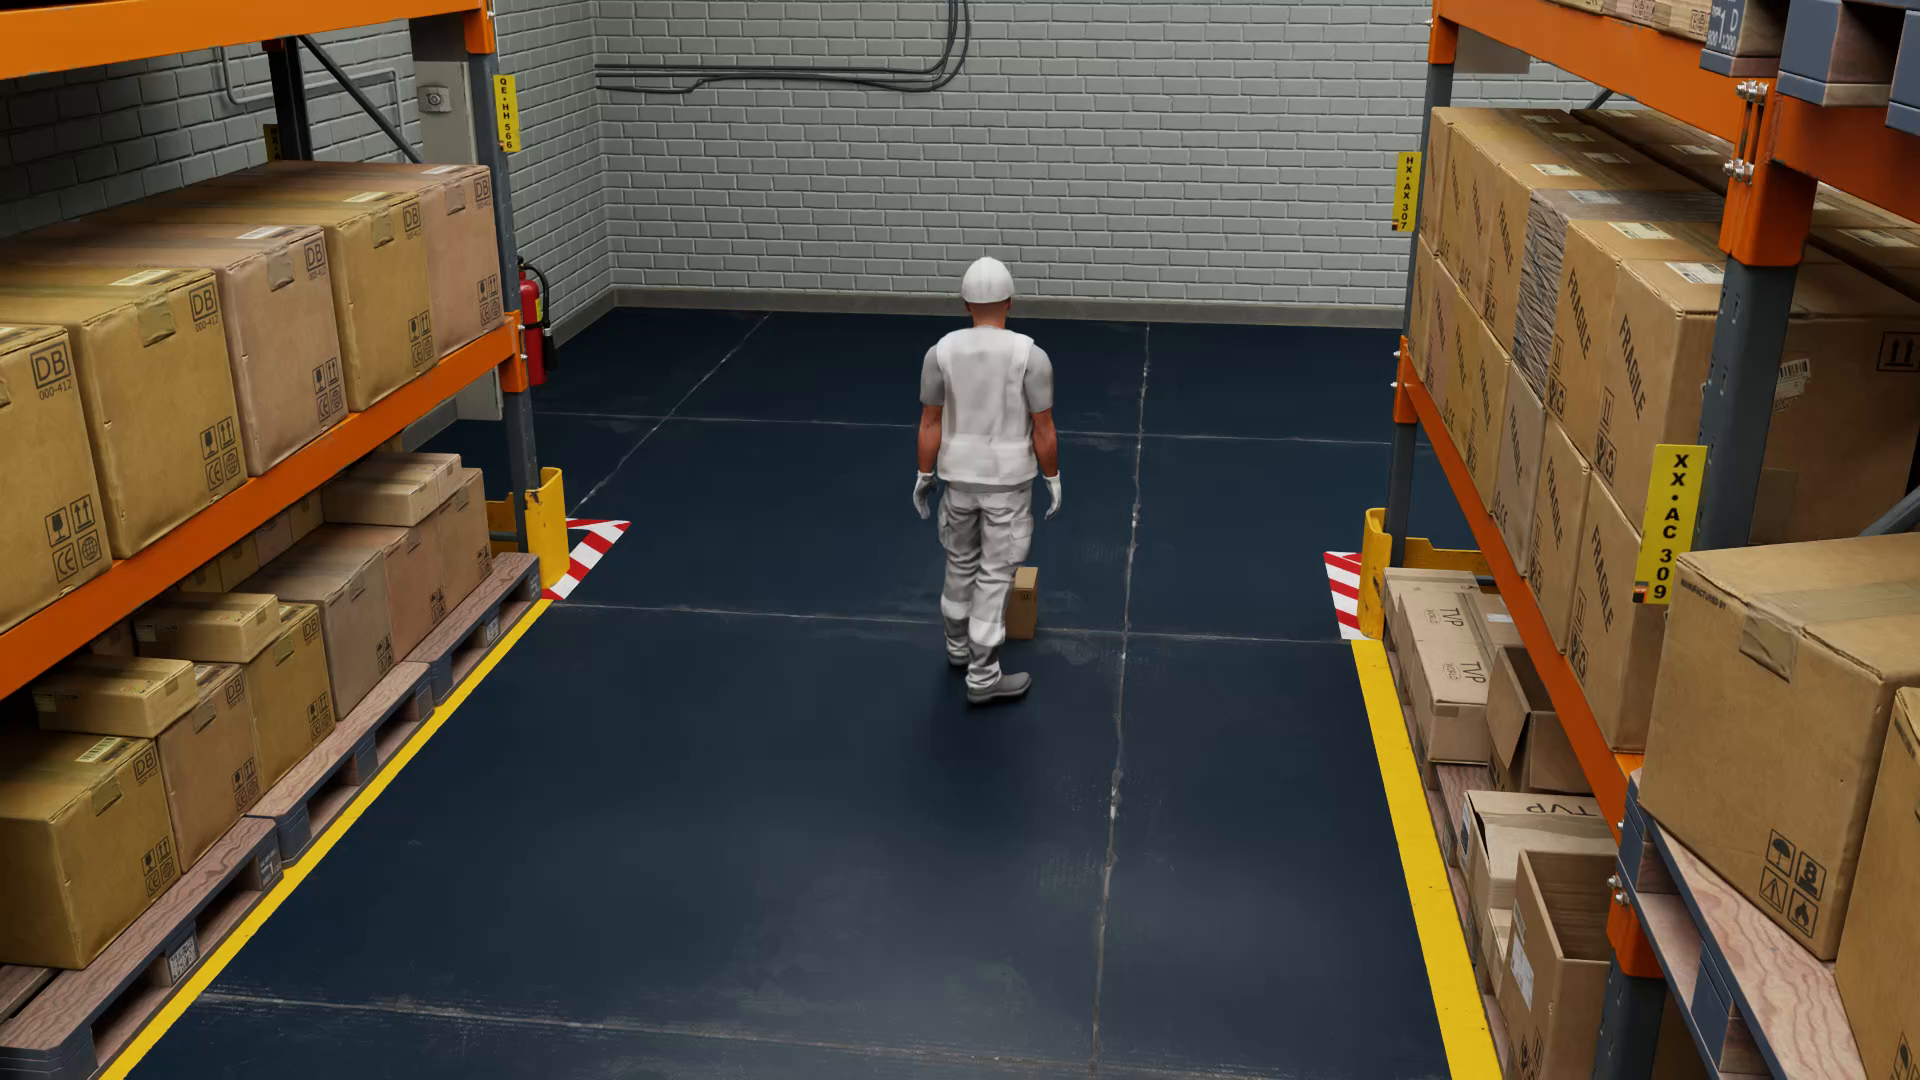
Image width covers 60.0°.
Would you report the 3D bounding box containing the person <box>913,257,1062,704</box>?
[{"bbox_3d":[0.141,-0.261,6.713,0.579,1.779,0.624,8,22,19],"label":"person"}]
